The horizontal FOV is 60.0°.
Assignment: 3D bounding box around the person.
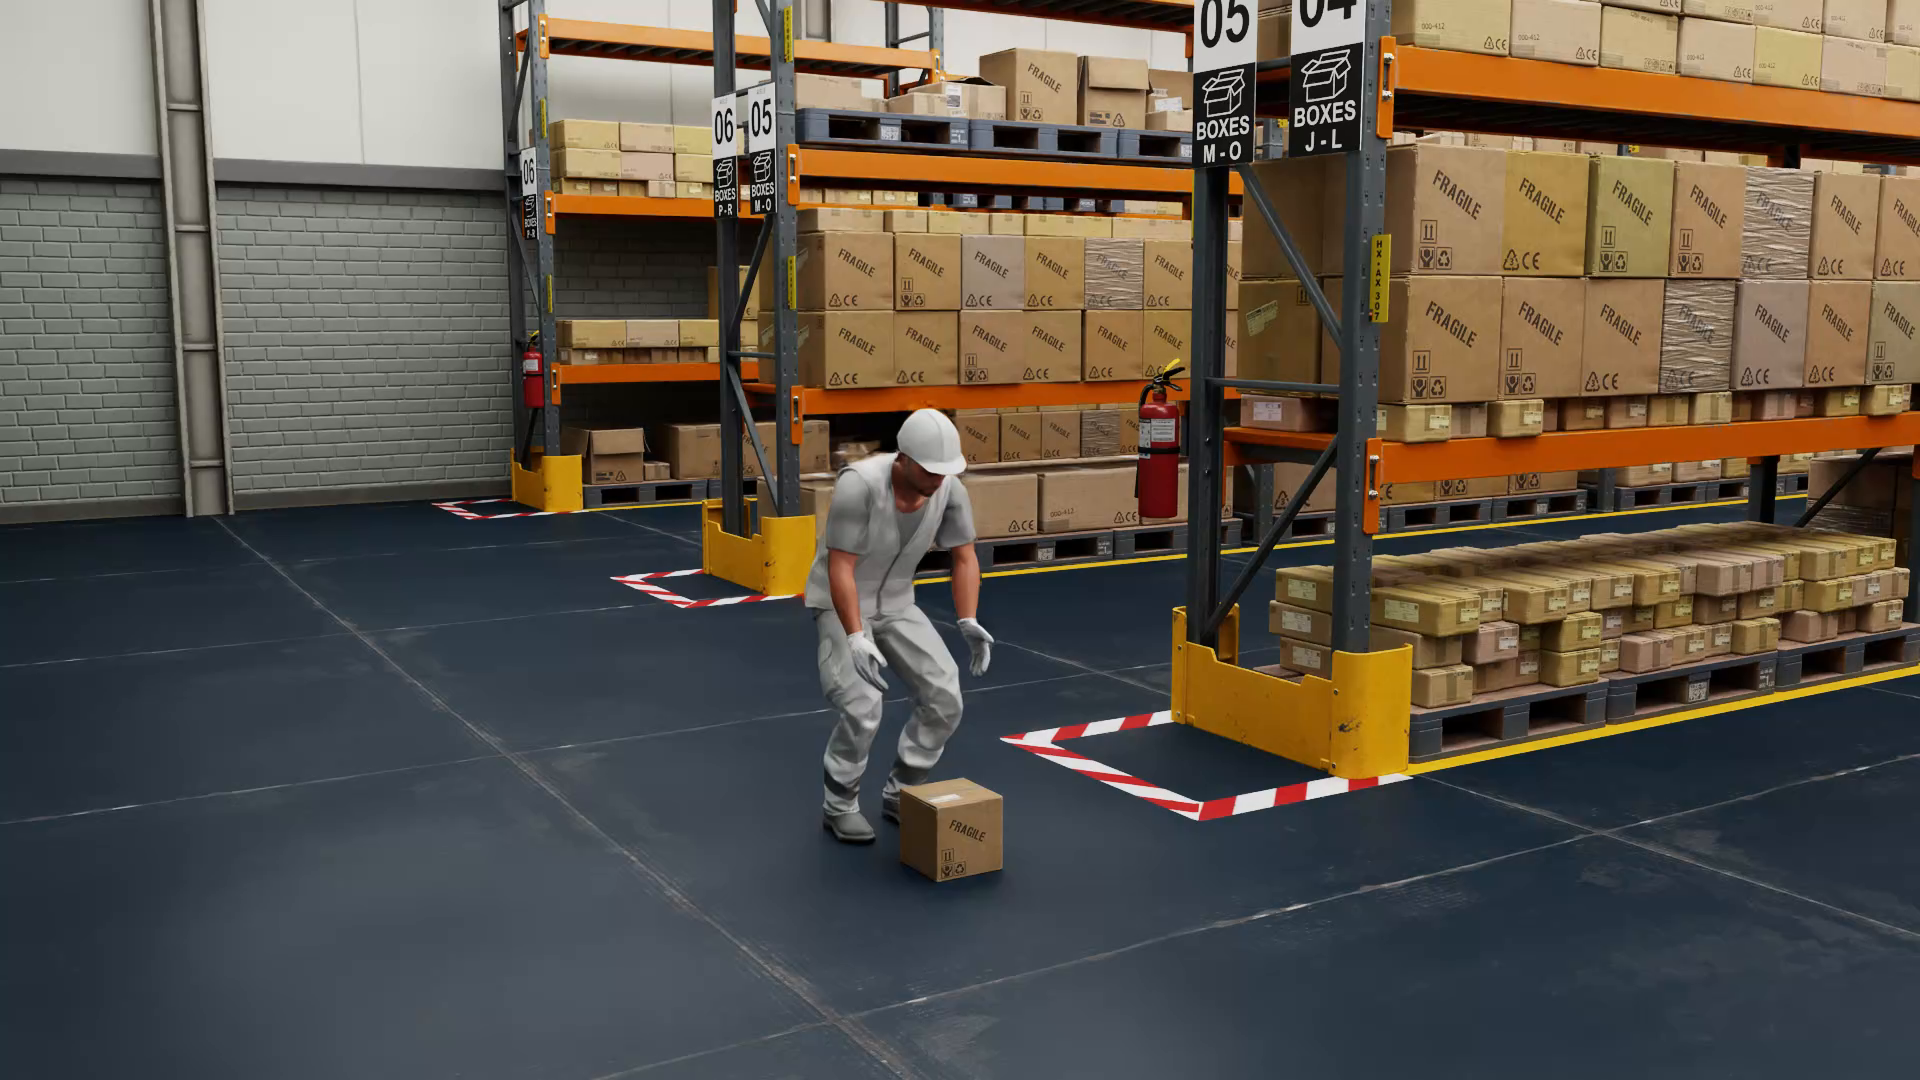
[{"bbox_3d":[-0.217,0.282,5.768,0.581,1.500,0.711,-5,9,-31],"label":"person"}]
